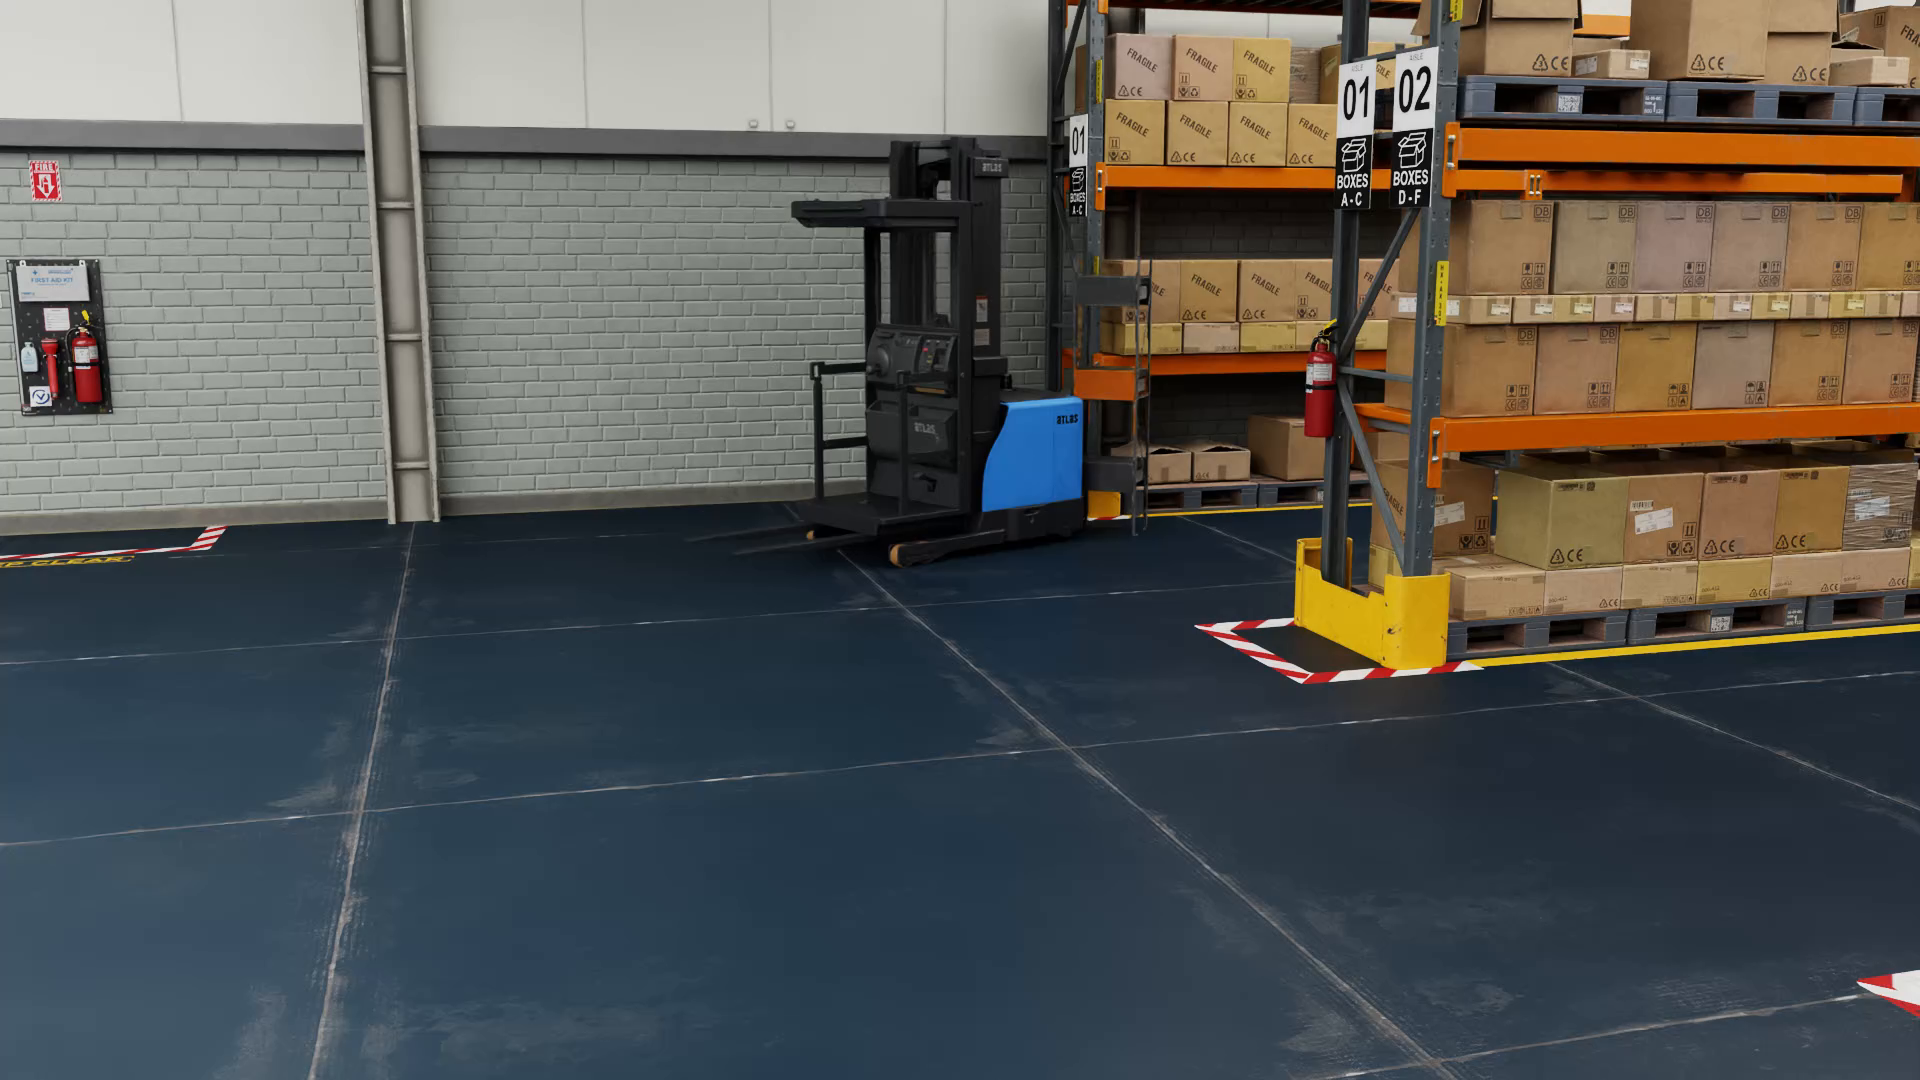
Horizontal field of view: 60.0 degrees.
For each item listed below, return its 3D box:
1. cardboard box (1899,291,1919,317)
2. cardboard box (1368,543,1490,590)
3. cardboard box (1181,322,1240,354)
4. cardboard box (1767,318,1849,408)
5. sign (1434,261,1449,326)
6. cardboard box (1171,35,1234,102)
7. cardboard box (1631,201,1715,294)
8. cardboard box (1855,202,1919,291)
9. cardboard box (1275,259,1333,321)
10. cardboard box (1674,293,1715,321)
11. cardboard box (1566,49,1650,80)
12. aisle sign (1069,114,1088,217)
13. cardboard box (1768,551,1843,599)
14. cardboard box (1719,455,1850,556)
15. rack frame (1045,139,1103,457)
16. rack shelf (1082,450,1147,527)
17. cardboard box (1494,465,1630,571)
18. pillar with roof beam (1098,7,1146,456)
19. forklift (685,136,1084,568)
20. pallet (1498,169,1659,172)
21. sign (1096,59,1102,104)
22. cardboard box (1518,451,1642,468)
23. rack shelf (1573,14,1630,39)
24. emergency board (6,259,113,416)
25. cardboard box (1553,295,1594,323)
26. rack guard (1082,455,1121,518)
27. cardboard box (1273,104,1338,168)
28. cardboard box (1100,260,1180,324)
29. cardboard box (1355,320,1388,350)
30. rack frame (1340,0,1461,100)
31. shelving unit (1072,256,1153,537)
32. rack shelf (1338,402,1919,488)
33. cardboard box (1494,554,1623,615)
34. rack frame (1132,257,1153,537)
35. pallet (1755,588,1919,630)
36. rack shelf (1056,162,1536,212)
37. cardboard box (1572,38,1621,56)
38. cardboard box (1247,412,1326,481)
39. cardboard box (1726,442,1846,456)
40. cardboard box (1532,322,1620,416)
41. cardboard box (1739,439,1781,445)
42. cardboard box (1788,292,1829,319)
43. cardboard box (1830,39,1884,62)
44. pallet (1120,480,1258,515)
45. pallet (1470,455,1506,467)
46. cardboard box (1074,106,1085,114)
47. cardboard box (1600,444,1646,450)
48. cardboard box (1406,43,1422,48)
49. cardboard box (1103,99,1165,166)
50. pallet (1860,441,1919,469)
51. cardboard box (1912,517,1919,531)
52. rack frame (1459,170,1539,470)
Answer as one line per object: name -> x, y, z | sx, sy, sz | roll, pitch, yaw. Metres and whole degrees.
cardboard box -> 5.467, -1.389, 9.740 | 0.250, 0.149, 0.380 | -3, 11, -18
cardboard box -> 2.748, 0.172, 9.763 | 0.500, 0.250, 0.500 | -3, 11, -16
cardboard box -> 1.980, -1.691, 13.804 | 0.500, 0.250, 0.500 | -3, 11, -18
cardboard box -> 4.745, -1.071, 9.802 | 0.500, 0.500, 0.700 | -3, 11, -15
sign -> 2.465, -1.263, 8.514 | 0.005, 0.325, 0.100 | -3, 11, -16
cardboard box -> 1.861, -3.776, 13.396 | 0.500, 0.500, 0.500 | -3, 11, -17
cardboard box -> 3.806, -1.660, 9.419 | 0.500, 0.500, 0.700 | -3, 11, -16
cardboard box -> 5.248, -1.736, 9.830 | 0.500, 0.500, 0.700 | -3, 11, -16
cardboard box -> 2.938, -2.110, 14.009 | 0.500, 0.500, 0.500 | -3, 11, -14
cardboard box -> 3.989, -1.312, 9.318 | 0.250, 0.149, 0.380 | -3, 11, -17
cardboard box -> 3.495, -2.551, 8.983 | 0.250, 0.149, 0.380 | -3, 11, -16
aisle sign -> 0.943, -2.979, 13.263 | 0.004, 0.787, 0.394 | -3, 11, -16
cardboard box -> 4.814, 0.161, 9.822 | 0.500, 0.250, 0.500 | -3, 11, -16
cardboard box -> 4.810, -0.210, 9.767 | 0.500, 0.500, 0.500 | -3, 11, -16
rack frame -> 0.928, -1.756, 13.802 | 0.127, 3.000, 1.000 | -3, 11, -16
rack shelf -> 1.163, -0.406, 12.892 | 0.480, 0.518, 0.431 | 4, 11, 20
cardboard box -> 3.373, -0.133, 9.345 | 0.500, 0.500, 0.500 | -3, 11, -16
pillar with roof beam -> 2.561, -4.144, 10.203 | 0.400, 9.000, 9.100 | -3, 11, -16
forklift -> -0.510, -1.355, 11.812 | 3.031, 2.935, 1.130 | -9, 14, -40
pallet -> 5.391, -3.354, 14.716 | 1.003, 0.211, 1.213 | -3, 11, -16
sign -> 1.080, -3.567, 12.939 | 0.005, 0.325, 0.100 | -3, 11, -16
cardboard box -> 3.704, -0.250, 9.985 | 0.500, 0.500, 0.500 | -3, 11, -16
rack shelf -> 6.689, -4.460, 15.009 | 4.000, 0.370, 1.077 | -3, 11, -16
emergency board -> -6.786, -1.520, 12.519 | 0.643, 1.169, 0.194 | -3, 11, -16
cardboard box -> 3.246, -1.272, 9.104 | 0.250, 0.149, 0.380 | -3, 11, -16
rack guard -> 1.001, -0.531, 14.049 | 0.348, 0.500, 1.175 | -3, 11, -16
cardboard box -> 2.850, -3.343, 13.803 | 0.500, 0.500, 0.500 | -2, 11, -12
cardboard box -> 1.470, -2.033, 13.593 | 0.500, 0.500, 0.500 | -3, 11, -16
cardboard box -> 3.439, -1.766, 14.215 | 0.500, 0.250, 0.500 | -3, 11, -16
rack frame -> 2.316, -3.846, 8.582 | 0.127, 3.000, 1.000 | -3, 11, -16
shelving unit -> 1.163, -1.108, 12.763 | 0.503, 2.100, 0.431 | 4, 11, 20
rack shelf -> 4.236, -0.643, 9.740 | 4.000, 0.370, 1.077 | -3, 11, -16
cardboard box -> 3.372, 0.236, 9.414 | 0.500, 0.250, 0.500 | -3, 11, -16
rack frame -> 1.392, -1.092, 12.678 | 0.015, 2.100, 0.400 | 4, 11, 20
pallet -> 5.381, 0.306, 10.298 | 1.213, 0.211, 1.003 | -3, 11, -16
rack shelf -> 2.848, -2.979, 14.145 | 4.000, 0.370, 1.077 | -3, 11, -16
cardboard box -> 3.348, -2.676, 9.382 | 0.500, 0.250, 0.500 | -3, 11, -16
cardboard box -> 2.883, -0.820, 14.405 | 0.500, 0.500, 0.700 | -4, 11, -20
cardboard box -> 5.146, -0.325, 10.391 | 0.500, 0.500, 0.500 | -3, 11, -16
cardboard box -> 3.271, -0.993, 9.381 | 0.500, 0.500, 0.700 | -3, 11, -14
cardboard box -> 7.405, -1.097, 15.908 | 0.500, 0.500, 0.700 | -3, 11, -16
cardboard box -> 4.736, -1.351, 9.532 | 0.250, 0.149, 0.380 | -3, 11, -14
cardboard box -> 5.081, -2.798, 9.873 | 0.500, 0.311, 0.500 | -4, 11, -19
pallet -> 1.791, -0.424, 14.265 | 1.213, 0.211, 1.003 | -3, 11, -16
pallet -> 5.516, -0.627, 15.369 | 1.213, 0.211, 1.003 | -3, 11, -16
cardboard box -> 1.258, -3.356, 13.873 | 0.500, 0.500, 0.500 | -2, 11, -12
cardboard box -> 5.953, -1.021, 15.495 | 0.500, 0.500, 0.700 | -3, 11, -17
cardboard box -> 3.837, -3.882, 13.973 | 0.500, 0.500, 0.500 | -2, 11, -13
cardboard box -> 1.319, -3.264, 13.375 | 0.500, 0.500, 0.500 | -3, 11, -14
pallet -> 9.387, -0.817, 16.399 | 1.213, 0.211, 1.003 | -3, 11, -16
cardboard box -> 6.474, -0.023, 10.823 | 0.500, 0.250, 0.500 | -3, 11, -16
rack frame -> 4.768, -1.959, 14.901 | 0.127, 3.000, 1.000 | -3, 11, -16
